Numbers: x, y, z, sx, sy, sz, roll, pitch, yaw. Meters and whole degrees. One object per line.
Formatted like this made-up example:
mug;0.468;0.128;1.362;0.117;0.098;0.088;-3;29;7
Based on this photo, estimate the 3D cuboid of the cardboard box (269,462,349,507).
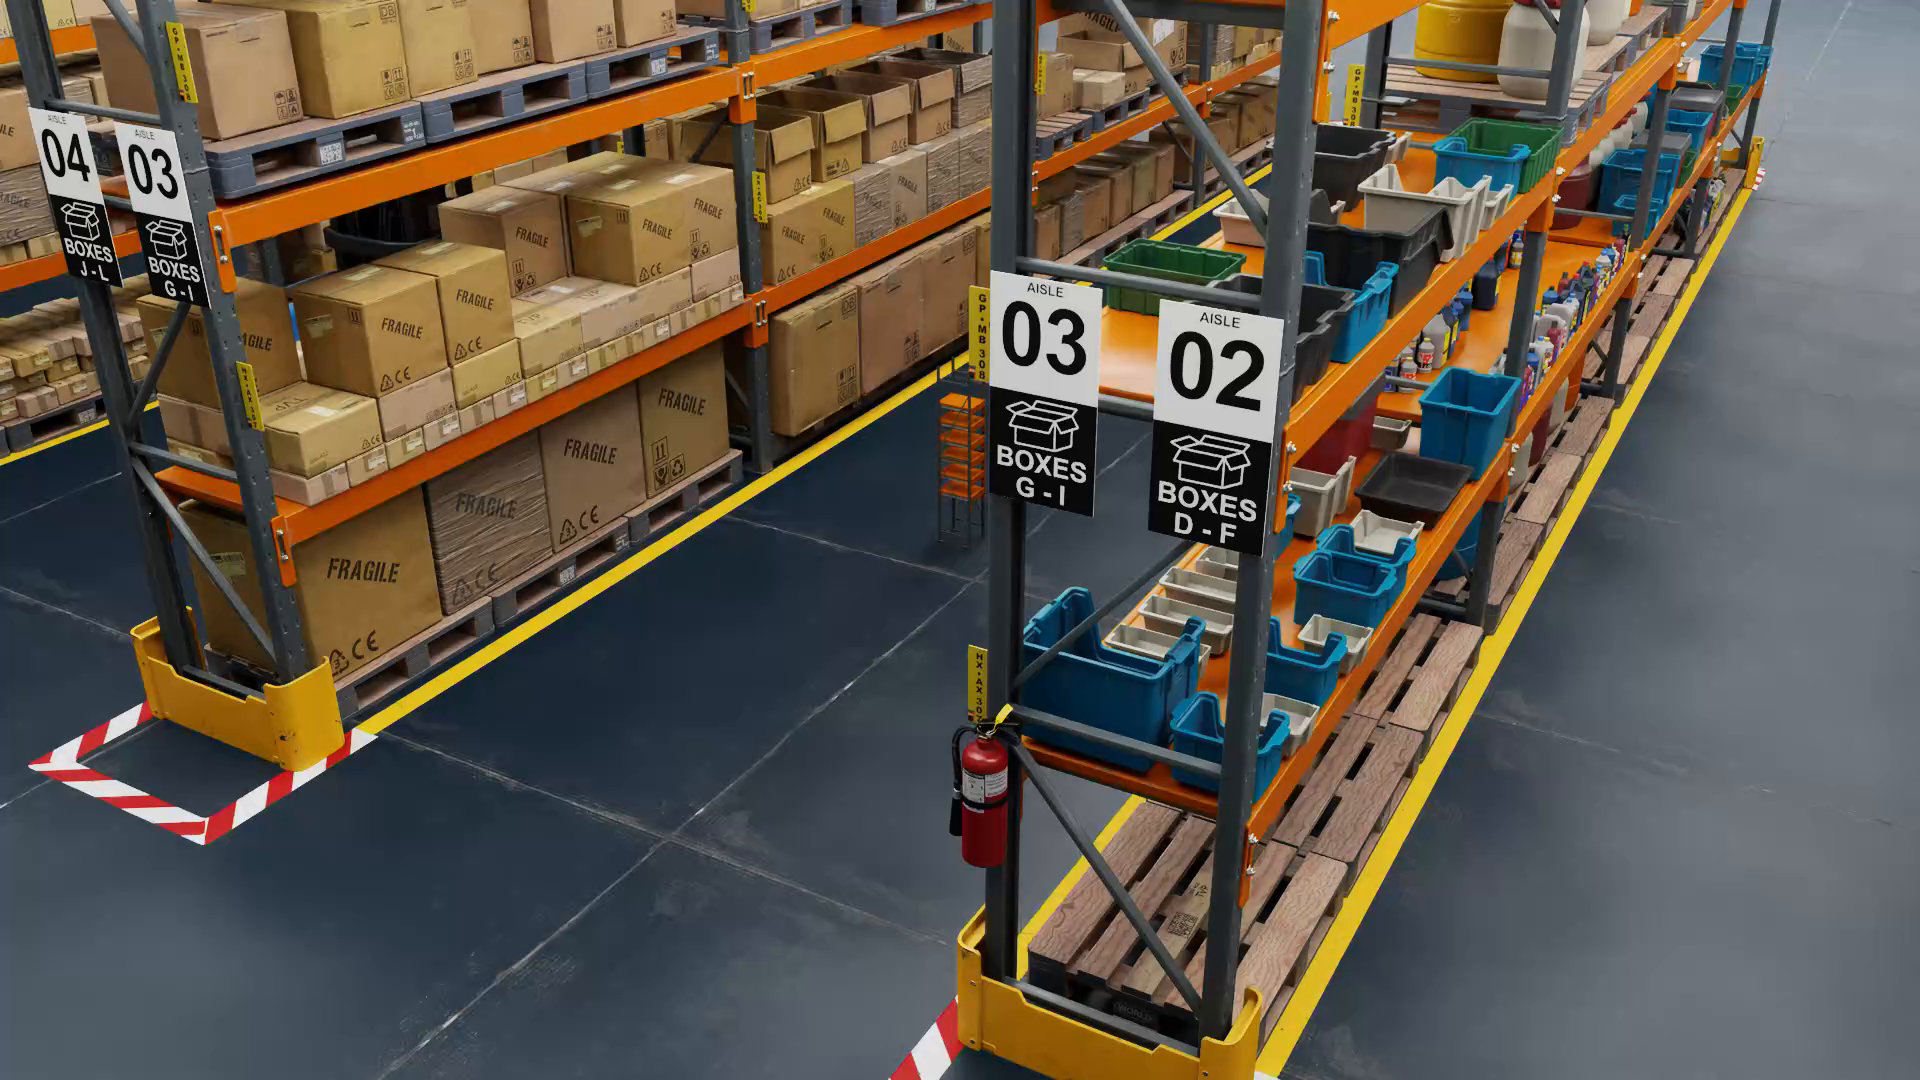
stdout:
cardboard box;-3.289;-0.316;8.310;0.380;0.149;0.250;15;30;27

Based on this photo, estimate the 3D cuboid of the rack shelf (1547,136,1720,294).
rack shelf;5.481;-2.847;13.890;1.077;0.370;4.000;14;30;26

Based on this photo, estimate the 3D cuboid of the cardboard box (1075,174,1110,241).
cardboard box;1.031;-3.266;16.224;0.700;0.500;0.500;17;31;30

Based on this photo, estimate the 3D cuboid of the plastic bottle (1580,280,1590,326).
plastic bottle;3.950;-1.516;10.558;0.061;0.283;0.133;14;30;26

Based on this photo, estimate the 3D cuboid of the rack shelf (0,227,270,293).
rack shelf;-7.036;-1.952;12.101;1.077;0.370;4.000;14;30;26

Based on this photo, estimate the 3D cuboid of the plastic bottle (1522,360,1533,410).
plastic bottle;3.146;-0.879;9.286;0.061;0.283;0.133;14;30;26

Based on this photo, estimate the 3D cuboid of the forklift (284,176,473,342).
forklift;-3.934;-2.546;12.562;1.130;2.935;3.031;13;29;24

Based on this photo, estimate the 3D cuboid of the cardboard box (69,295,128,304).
cardboard box;-6.779;-1.833;13.111;0.380;0.149;0.250;13;30;25

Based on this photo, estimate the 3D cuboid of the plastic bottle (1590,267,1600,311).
plastic bottle;4.107;-1.640;10.806;0.061;0.283;0.133;14;30;26

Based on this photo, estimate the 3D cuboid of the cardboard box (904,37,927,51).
cardboard box;-0.856;-6.345;21.978;0.875;0.875;0.875;14;30;25

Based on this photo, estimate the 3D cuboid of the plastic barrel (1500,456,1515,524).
plastic barrel;3.160;-0.564;10.401;0.600;0.901;0.708;14;30;26

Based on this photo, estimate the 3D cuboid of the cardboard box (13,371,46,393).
cardboard box;-6.945;-1.212;12.203;0.380;0.149;0.250;16;31;29

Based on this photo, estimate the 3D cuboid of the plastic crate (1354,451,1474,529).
plastic crate;2.212;-0.239;8.116;0.437;0.125;0.590;14;30;26

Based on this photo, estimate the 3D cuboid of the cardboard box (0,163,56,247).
cardboard box;-6.820;-2.388;11.725;0.500;0.500;0.500;13;30;25

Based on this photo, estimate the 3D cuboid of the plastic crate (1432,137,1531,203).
plastic crate;2.359;-1.672;7.575;0.416;0.233;0.300;14;30;26

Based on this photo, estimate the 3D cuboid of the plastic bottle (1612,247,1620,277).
plastic bottle;4.483;-1.918;11.452;0.097;0.201;0.097;0;27;0

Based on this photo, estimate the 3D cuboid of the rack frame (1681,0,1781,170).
rack frame;8.432;-5.507;18.400;1.000;3.000;0.127;14;30;26

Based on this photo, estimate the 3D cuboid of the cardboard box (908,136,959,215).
cardboard box;-0.345;-2.882;13.044;0.500;0.500;0.500;13;29;24

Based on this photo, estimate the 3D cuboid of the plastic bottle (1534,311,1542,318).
plastic bottle;3.540;-1.309;10.237;0.097;0.201;0.097;0;27;0

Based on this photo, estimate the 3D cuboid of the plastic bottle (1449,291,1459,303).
plastic bottle;3.050;-1.481;10.497;0.152;0.276;0.135;14;30;26

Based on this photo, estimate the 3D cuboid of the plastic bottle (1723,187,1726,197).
plastic bottle;7.910;-3.640;17.305;0.097;0.201;0.097;0;27;0

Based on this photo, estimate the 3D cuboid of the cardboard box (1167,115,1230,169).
cardboard box;2.659;-4.481;18.673;0.500;0.500;0.500;-22;34;-37

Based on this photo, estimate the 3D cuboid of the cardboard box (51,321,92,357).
cardboard box;-6.578;-1.511;12.469;0.380;0.149;0.250;13;29;24

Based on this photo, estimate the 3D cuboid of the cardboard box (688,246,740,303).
cardboard box;-1.772;-1.757;10.744;0.500;0.250;0.500;14;30;25

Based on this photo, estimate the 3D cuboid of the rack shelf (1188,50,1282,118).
rack shelf;3.136;-5.497;19.183;1.077;0.370;4.000;14;30;26

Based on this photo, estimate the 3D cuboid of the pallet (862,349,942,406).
pallet;-0.870;-1.469;13.448;1.003;0.211;1.213;14;30;26

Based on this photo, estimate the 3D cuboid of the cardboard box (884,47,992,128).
cardboard box;-0.189;-3.692;13.542;0.797;0.503;0.637;15;30;28

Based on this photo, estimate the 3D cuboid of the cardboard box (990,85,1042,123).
cardboard box;0.415;-3.932;14.672;0.500;0.500;0.500;10;28;20

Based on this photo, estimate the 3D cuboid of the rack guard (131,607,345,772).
rack guard;-3.763;0.765;8.663;1.175;0.500;0.348;14;30;26

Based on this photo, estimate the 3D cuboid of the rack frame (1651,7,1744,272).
rack frame;6.465;-3.948;15.286;1.000;3.000;0.127;14;30;26

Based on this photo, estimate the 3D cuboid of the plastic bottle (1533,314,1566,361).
plastic bottle;3.544;-1.232;9.999;0.152;0.276;0.135;14;30;26

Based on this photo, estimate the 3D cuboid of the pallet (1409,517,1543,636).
pallet;2.945;0.125;10.264;1.003;0.211;1.213;14;30;26

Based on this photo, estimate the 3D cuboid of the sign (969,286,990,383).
sign;0.074;-0.681;5.525;0.100;0.325;0.005;14;30;26

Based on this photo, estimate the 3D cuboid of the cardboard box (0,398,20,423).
cardboard box;-7.046;-0.955;12.022;0.380;0.149;0.250;14;30;26

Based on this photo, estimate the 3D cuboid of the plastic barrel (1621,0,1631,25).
plastic barrel;4.097;-3.406;10.538;0.301;0.262;0.301;0;27;0

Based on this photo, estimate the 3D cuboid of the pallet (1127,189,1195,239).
pallet;1.771;-3.488;17.482;1.003;0.211;1.213;14;30;26

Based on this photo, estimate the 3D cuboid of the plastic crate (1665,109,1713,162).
plastic crate;6.193;-3.443;14.294;0.392;0.384;0.575;14;30;26

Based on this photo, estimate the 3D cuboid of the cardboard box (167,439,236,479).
cardboard box;-3.862;-0.461;8.601;0.380;0.149;0.250;15;30;27

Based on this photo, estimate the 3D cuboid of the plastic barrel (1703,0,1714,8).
plastic barrel;5.412;-4.450;12.457;0.600;0.830;0.708;14;30;26

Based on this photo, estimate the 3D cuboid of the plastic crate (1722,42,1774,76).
plastic crate;8.447;-5.180;17.912;0.499;0.251;0.616;14;30;26

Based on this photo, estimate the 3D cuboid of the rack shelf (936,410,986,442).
rack shelf;0.007;-0.717;10.405;0.258;0.103;0.180;14;30;26

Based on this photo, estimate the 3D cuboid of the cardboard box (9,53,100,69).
cardboard box;-6.728;-3.350;12.530;0.500;0.500;0.500;13;29;25

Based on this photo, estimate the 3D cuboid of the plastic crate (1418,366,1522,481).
plastic crate;2.596;-0.593;8.534;0.392;0.384;0.575;14;30;26

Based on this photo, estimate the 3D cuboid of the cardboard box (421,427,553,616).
cardboard box;-3.058;-0.222;9.746;0.875;0.875;0.875;14;30;26

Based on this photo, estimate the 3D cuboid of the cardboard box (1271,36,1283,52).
cardboard box;3.513;-5.721;19.109;0.380;0.149;0.250;14;30;26

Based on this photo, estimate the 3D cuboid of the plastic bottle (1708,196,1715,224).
plastic bottle;7.433;-3.282;16.499;0.061;0.283;0.133;16;31;28

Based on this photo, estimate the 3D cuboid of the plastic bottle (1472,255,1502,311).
plastic bottle;3.437;-1.687;10.824;0.144;0.351;0.185;14;30;26

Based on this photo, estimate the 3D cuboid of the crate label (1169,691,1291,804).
crate label;0.969;0.753;6.015;0.416;0.233;0.303;14;30;26

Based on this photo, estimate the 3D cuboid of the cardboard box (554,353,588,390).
cardboard box;-2.406;-1.018;9.713;0.380;0.149;0.250;15;30;27

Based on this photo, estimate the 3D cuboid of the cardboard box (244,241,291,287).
cardboard box;-5.907;-2.467;14.650;0.500;0.500;0.500;14;30;25

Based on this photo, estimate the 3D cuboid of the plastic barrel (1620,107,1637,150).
plastic barrel;5.442;-3.398;14.036;0.433;0.535;0.433;0;27;0

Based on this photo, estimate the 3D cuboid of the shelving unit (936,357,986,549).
shelving unit;0.007;-0.542;10.493;0.258;1.200;0.189;14;30;26

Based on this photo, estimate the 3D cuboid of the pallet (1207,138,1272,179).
pallet;3.051;-4.539;19.581;1.003;0.211;1.213;14;30;26

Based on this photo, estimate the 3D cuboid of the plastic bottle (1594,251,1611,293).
plastic bottle;4.291;-1.797;11.134;0.097;0.271;0.097;0;27;0

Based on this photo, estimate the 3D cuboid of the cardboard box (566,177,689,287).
cardboard box;-2.027;-1.890;10.172;0.500;0.500;0.500;15;30;27

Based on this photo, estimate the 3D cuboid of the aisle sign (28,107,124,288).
aisle sign;-4.048;-1.563;7.617;0.394;0.787;0.004;14;30;26

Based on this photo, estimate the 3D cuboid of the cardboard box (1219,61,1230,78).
cardboard box;2.654;-5.039;17.745;0.380;0.149;0.250;14;30;26

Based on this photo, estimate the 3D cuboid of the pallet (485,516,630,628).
pallet;-2.825;0.082;10.350;1.003;0.211;1.213;14;30;26

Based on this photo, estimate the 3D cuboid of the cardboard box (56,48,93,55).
cardboard box;-9.199;-4.967;16.930;0.500;0.250;0.500;13;29;25
